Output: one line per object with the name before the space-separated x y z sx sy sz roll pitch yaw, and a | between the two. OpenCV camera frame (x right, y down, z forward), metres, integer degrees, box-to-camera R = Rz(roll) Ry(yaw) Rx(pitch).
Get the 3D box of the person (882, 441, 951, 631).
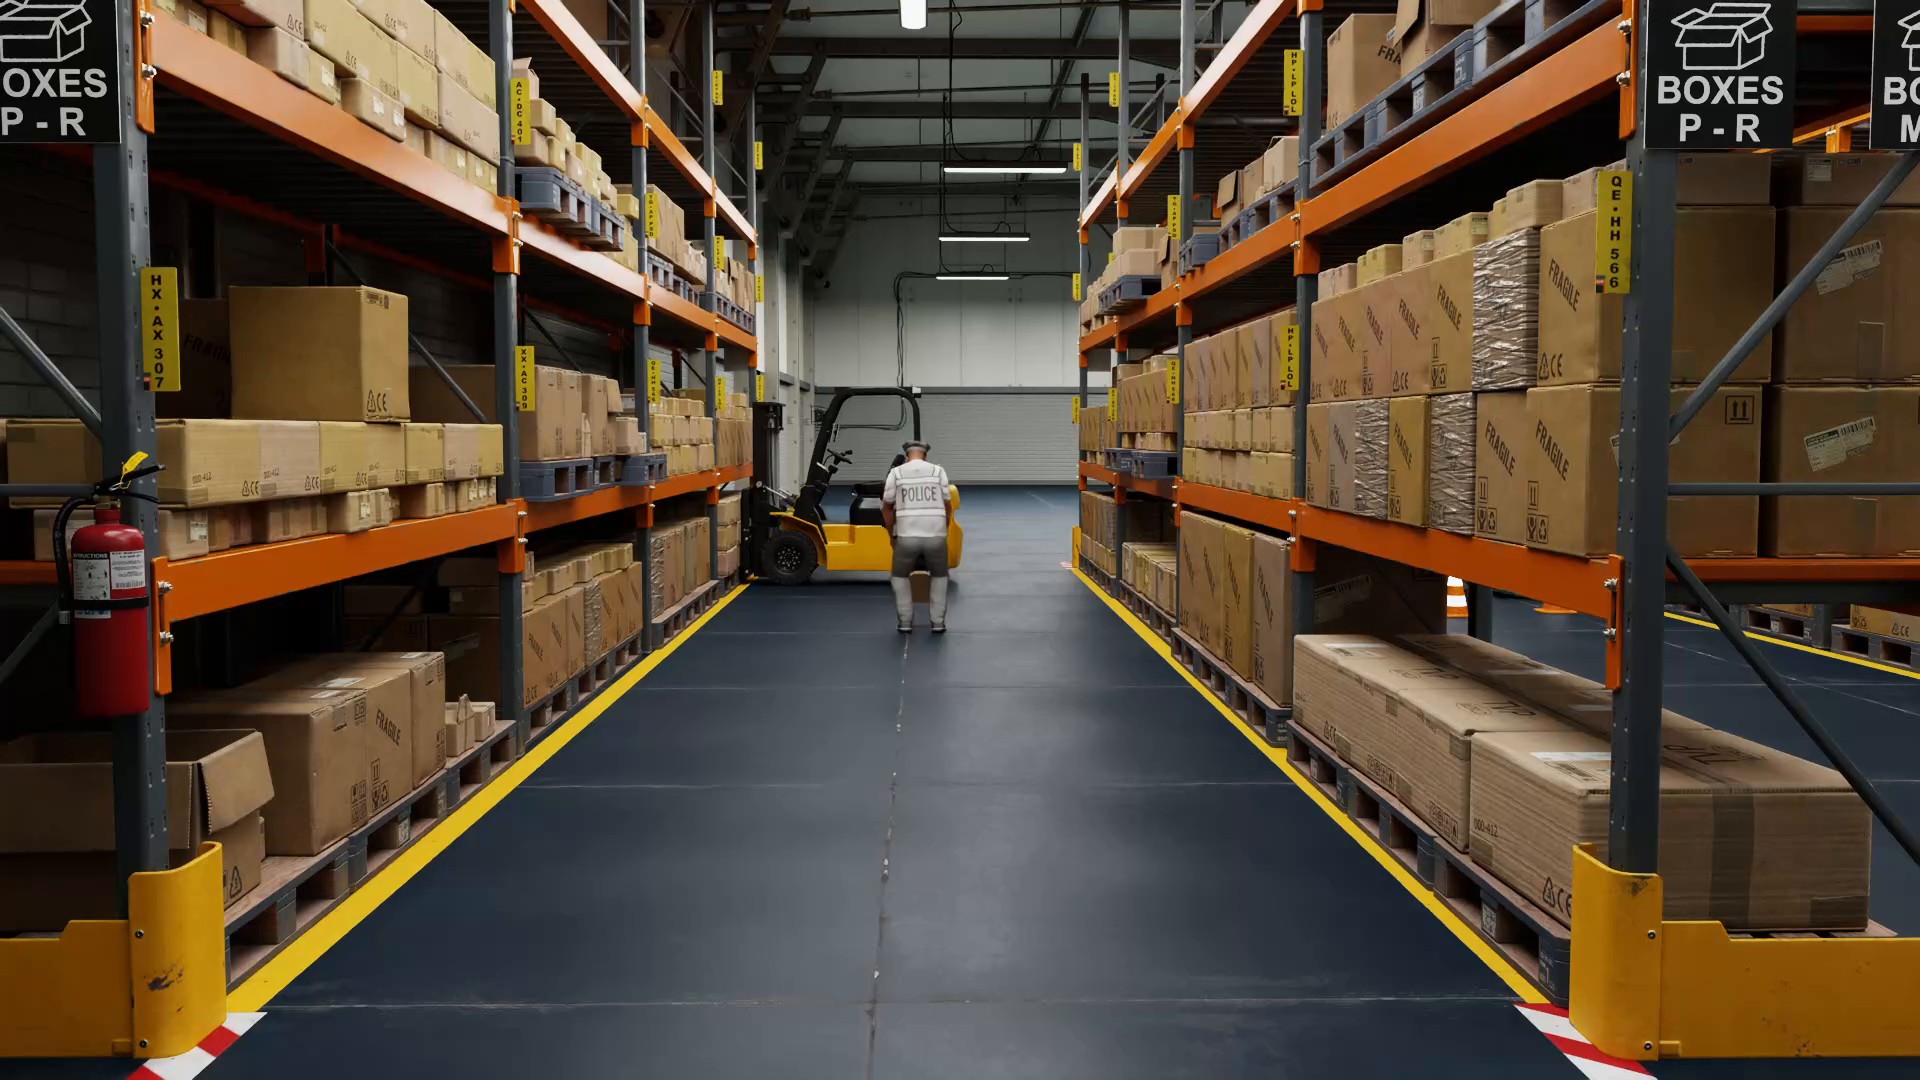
person | -0.362 -0.027 13.927 0.581 1.594 0.658 0 4 -1
